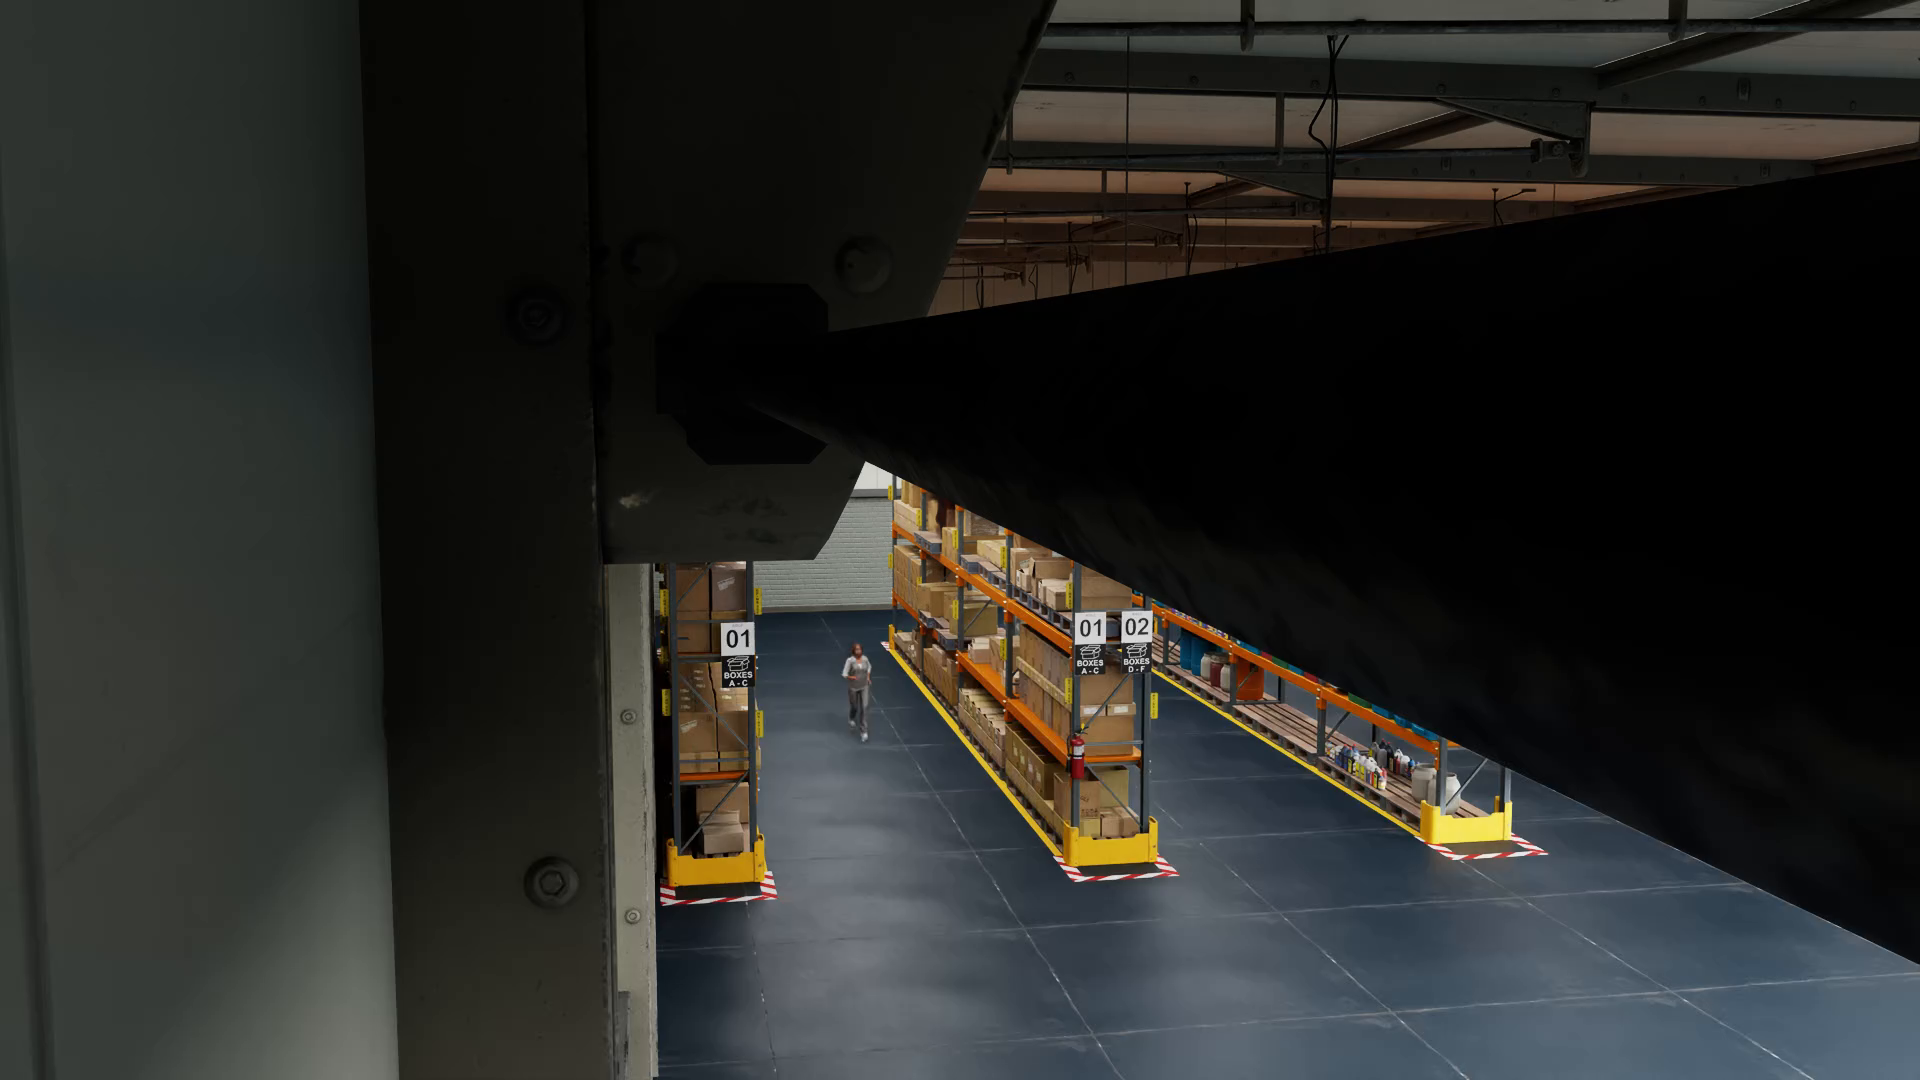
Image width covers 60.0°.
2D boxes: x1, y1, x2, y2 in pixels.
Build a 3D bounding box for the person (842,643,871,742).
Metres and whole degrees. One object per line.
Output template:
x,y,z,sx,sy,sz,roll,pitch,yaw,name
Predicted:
-1.718,2.526,27.897,0.536,1.584,0.875,-2,6,-16,person
